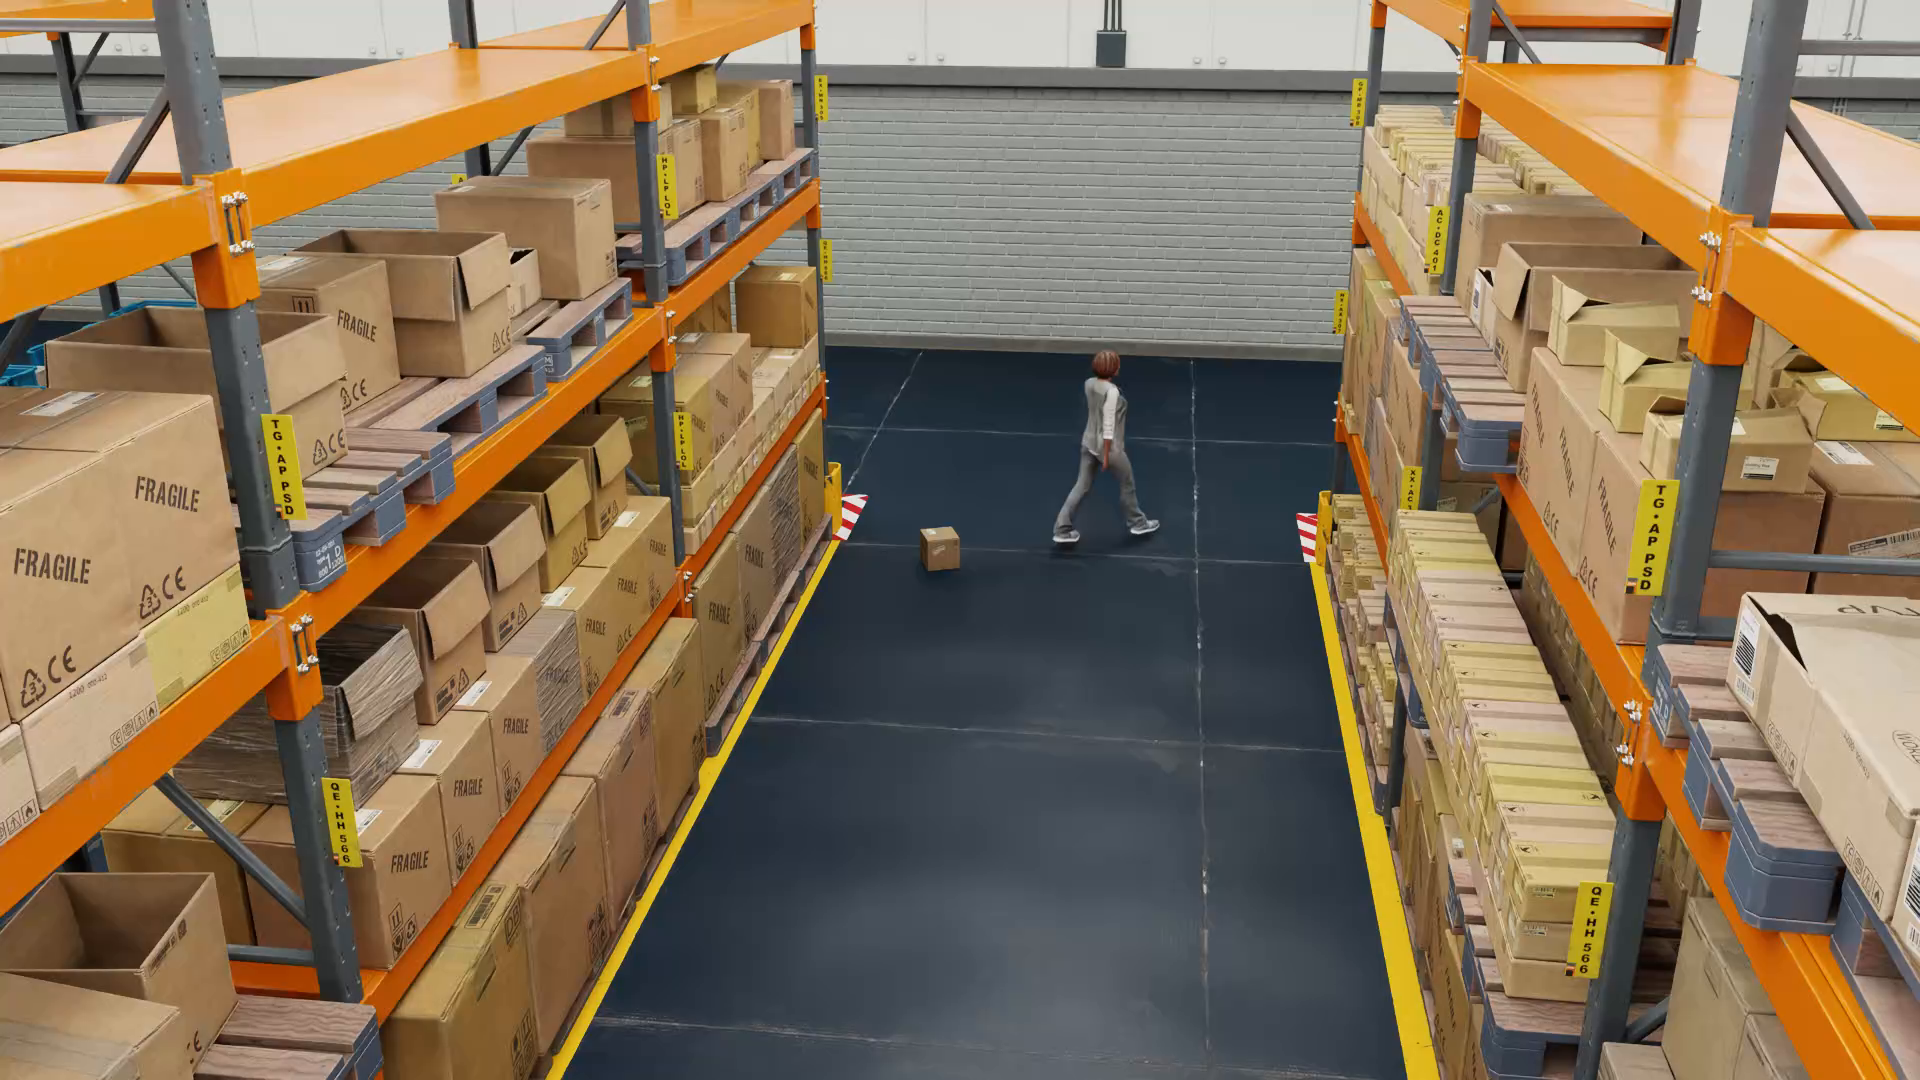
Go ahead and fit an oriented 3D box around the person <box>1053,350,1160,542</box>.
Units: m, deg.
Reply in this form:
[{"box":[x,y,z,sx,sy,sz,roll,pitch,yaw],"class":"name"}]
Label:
[{"box":[1.149,-0.745,12.954,0.976,1.531,0.423,-14,25,-31],"class":"person"}]
